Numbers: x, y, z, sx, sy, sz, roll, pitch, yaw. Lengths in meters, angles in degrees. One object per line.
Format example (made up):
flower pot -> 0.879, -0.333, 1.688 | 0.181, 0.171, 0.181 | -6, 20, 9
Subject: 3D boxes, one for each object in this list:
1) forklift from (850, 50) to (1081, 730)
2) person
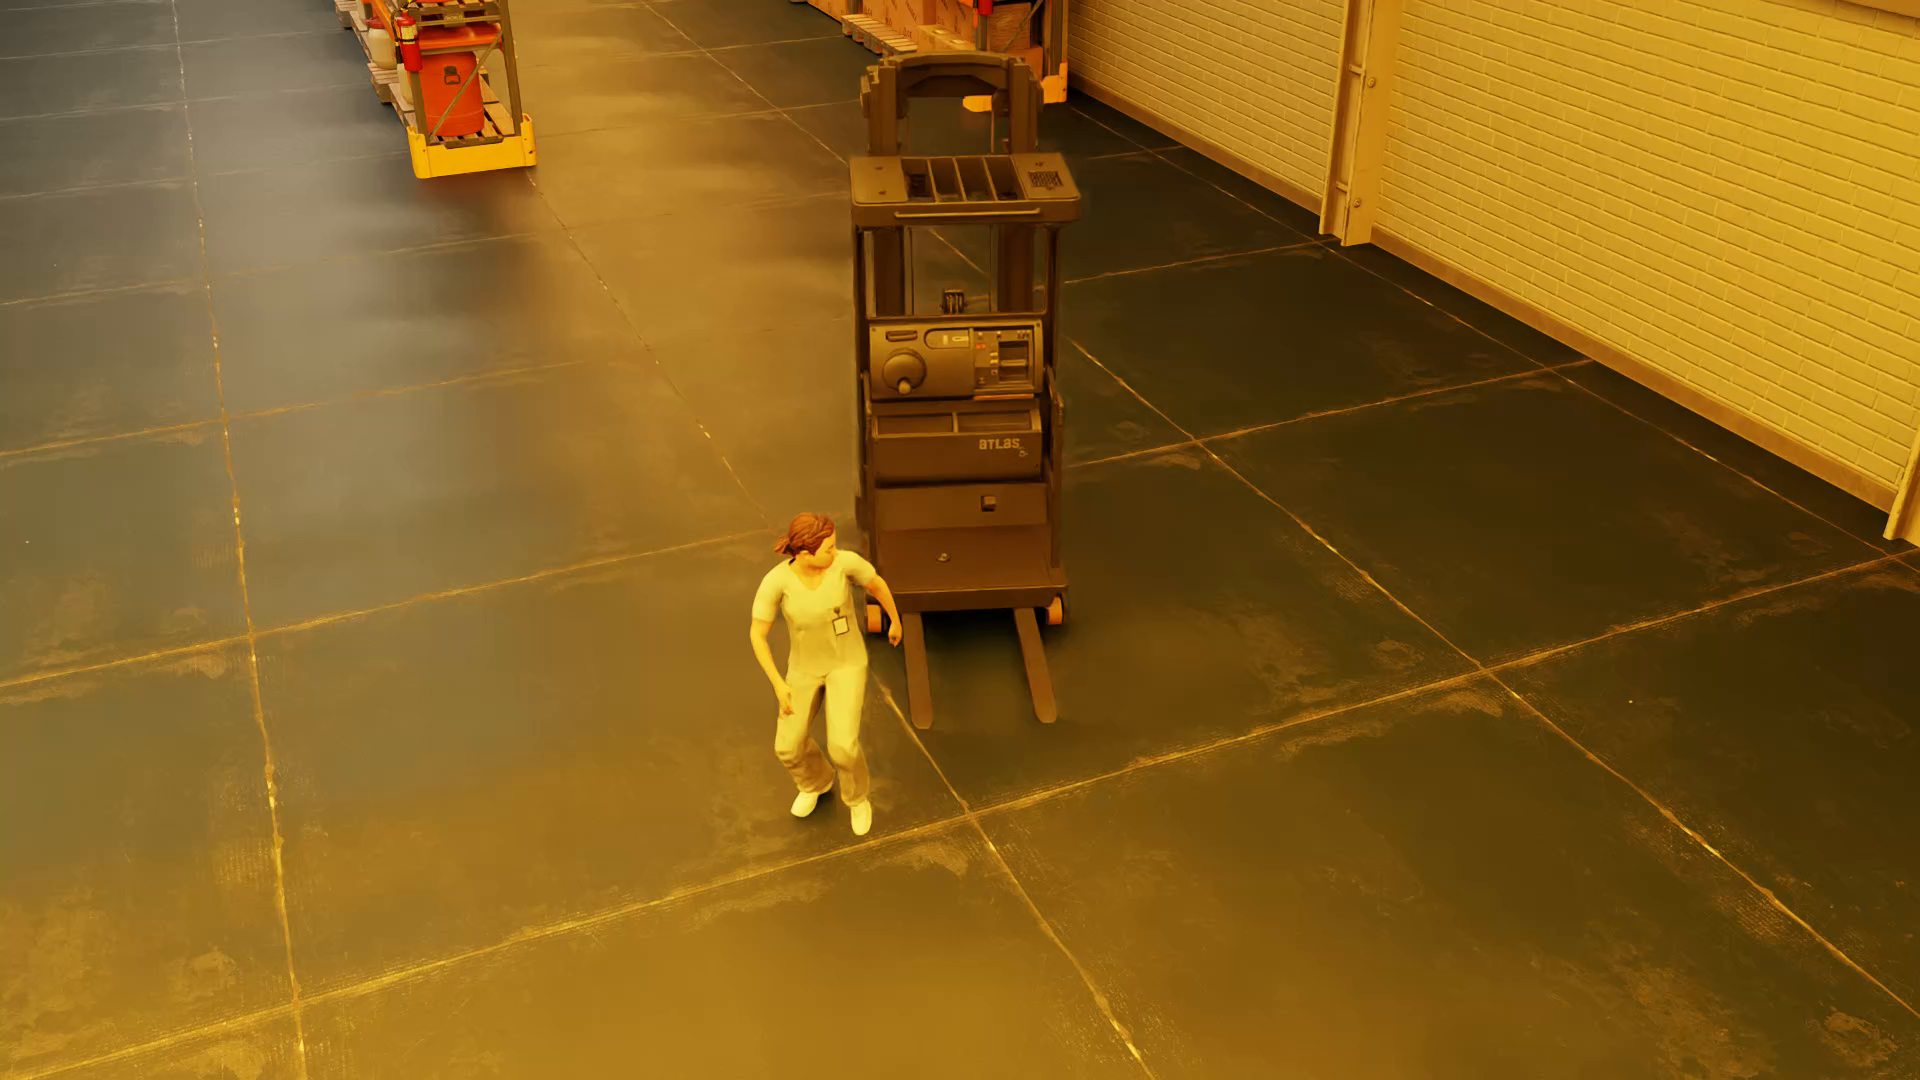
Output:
forklift -> 0.002, -0.929, 8.745 | 1.130, 2.935, 3.031 | -2, 30, -4
person -> -0.602, 0.585, 7.458 | 0.616, 1.617, 0.655 | 3, 30, 6
